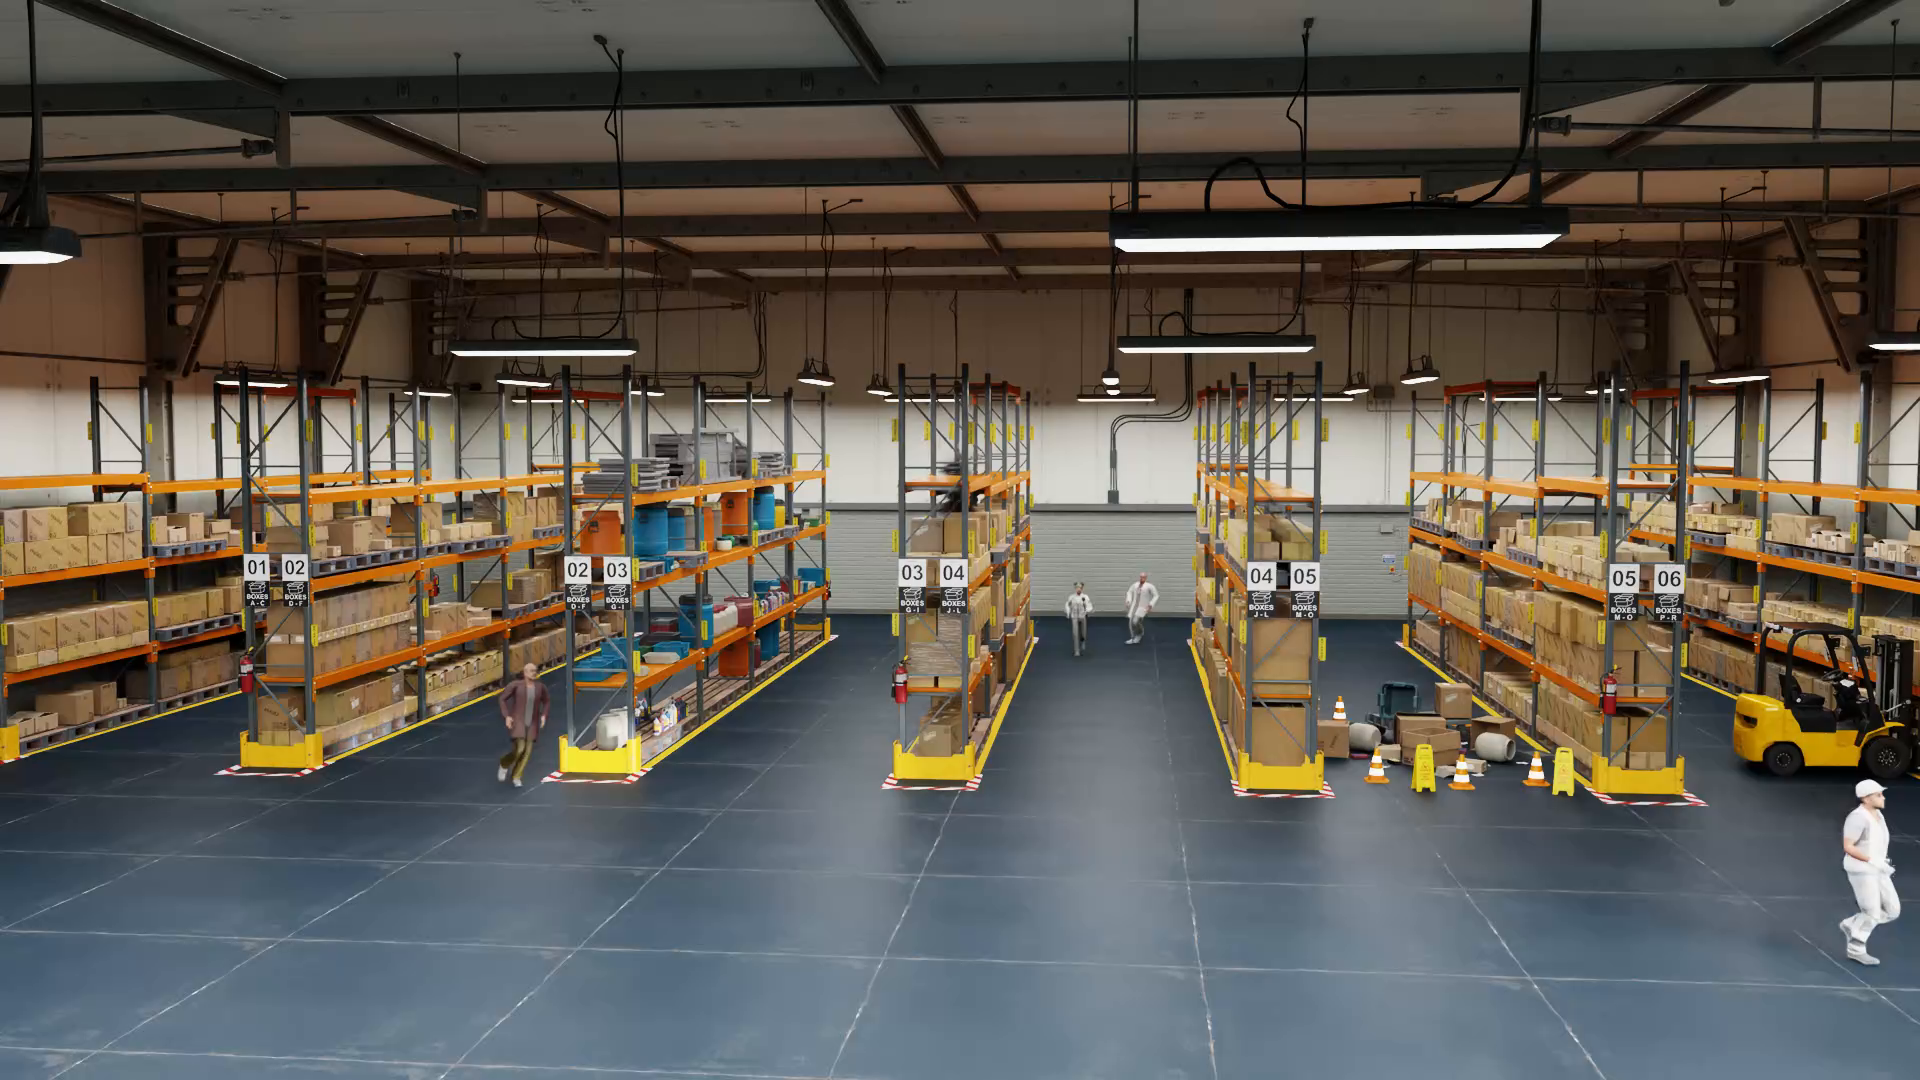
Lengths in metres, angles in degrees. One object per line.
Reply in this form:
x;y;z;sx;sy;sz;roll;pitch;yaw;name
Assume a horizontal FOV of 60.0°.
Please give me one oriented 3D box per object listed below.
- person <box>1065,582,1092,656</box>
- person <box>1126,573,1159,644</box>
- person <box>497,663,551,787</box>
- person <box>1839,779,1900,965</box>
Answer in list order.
2.668;1.765;37.507;0.626;1.656;0.786;0;4;5;person
4.251;1.621;39.304;0.773;1.713;0.586;3;5;38;person
-6.189;2.622;23.724;0.746;1.713;0.605;-3;5;-38;person
8.542;3.121;15.644;0.661;1.745;0.586;-3;5;-37;person
